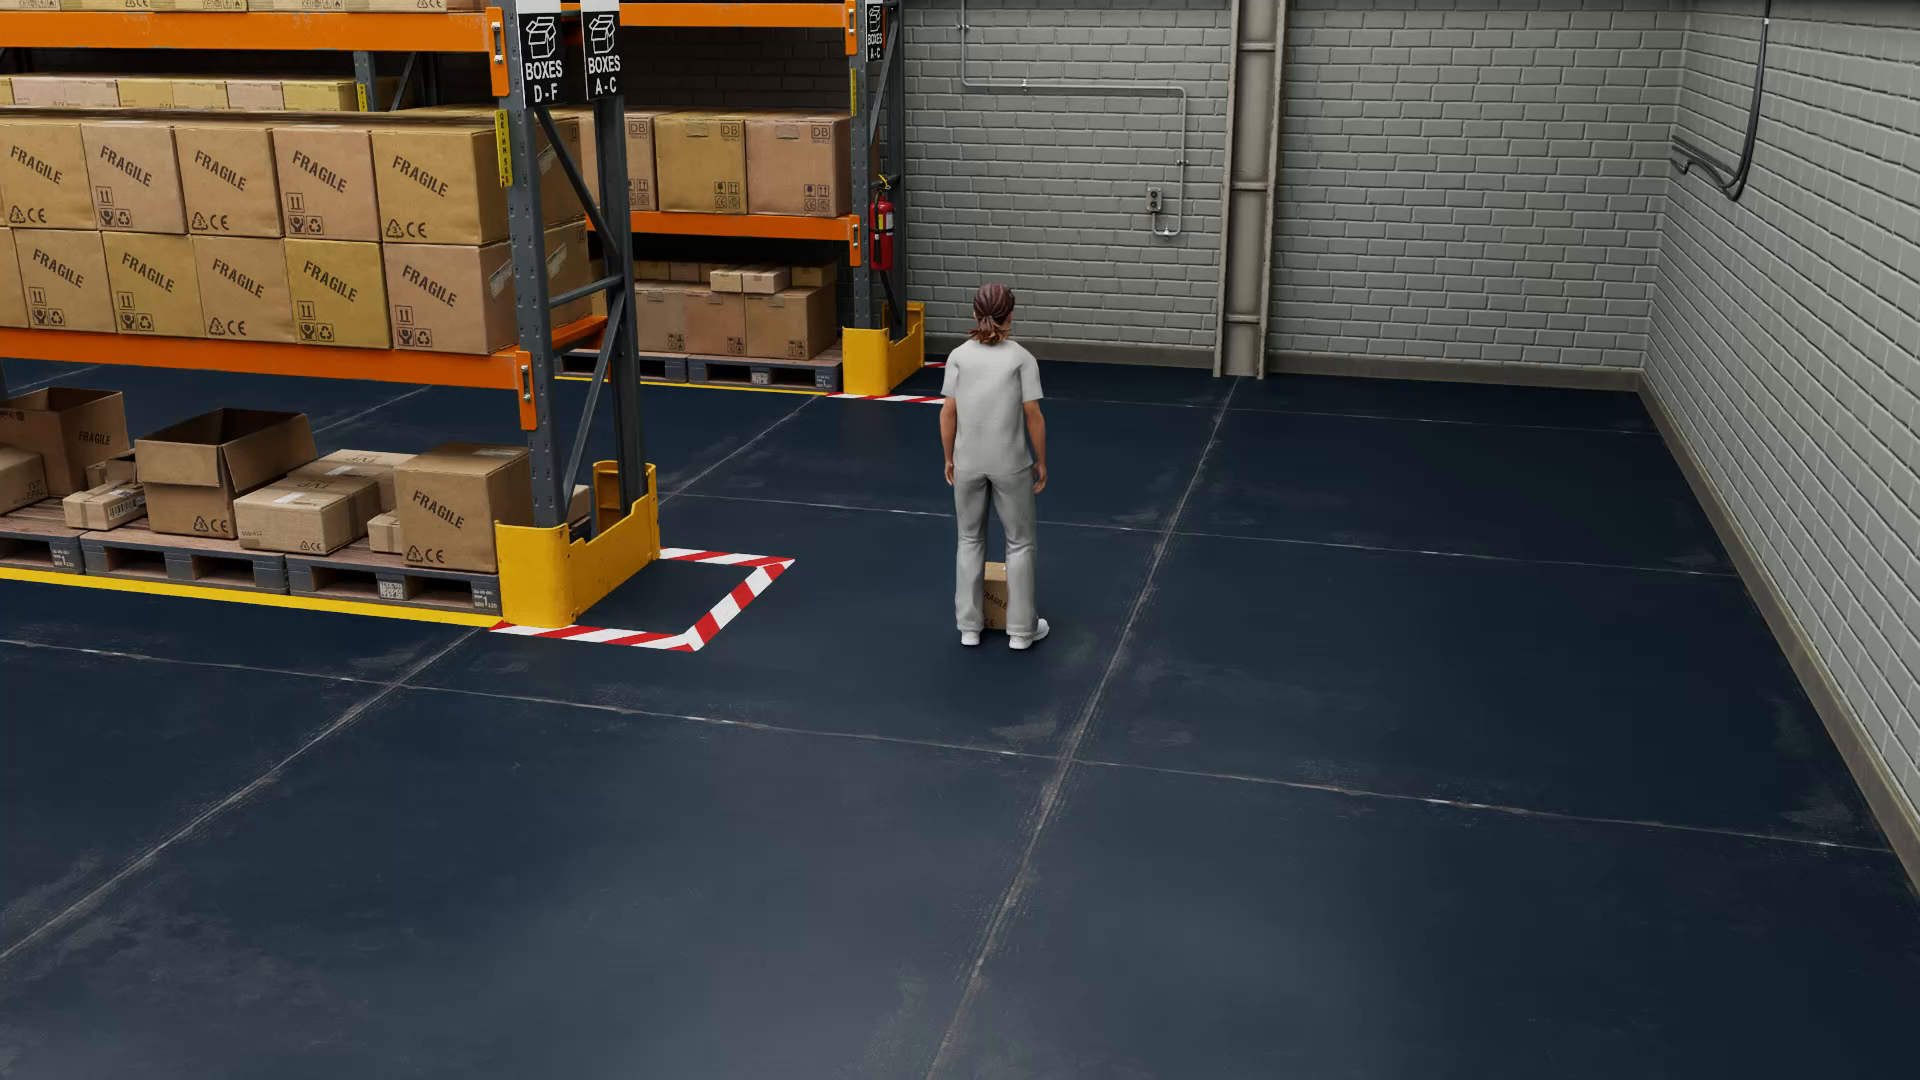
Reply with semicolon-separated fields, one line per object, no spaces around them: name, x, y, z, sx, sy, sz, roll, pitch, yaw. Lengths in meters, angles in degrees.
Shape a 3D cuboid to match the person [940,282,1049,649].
person;0.154;-0.330;7.554;0.486;1.673;0.358;5;19;14
